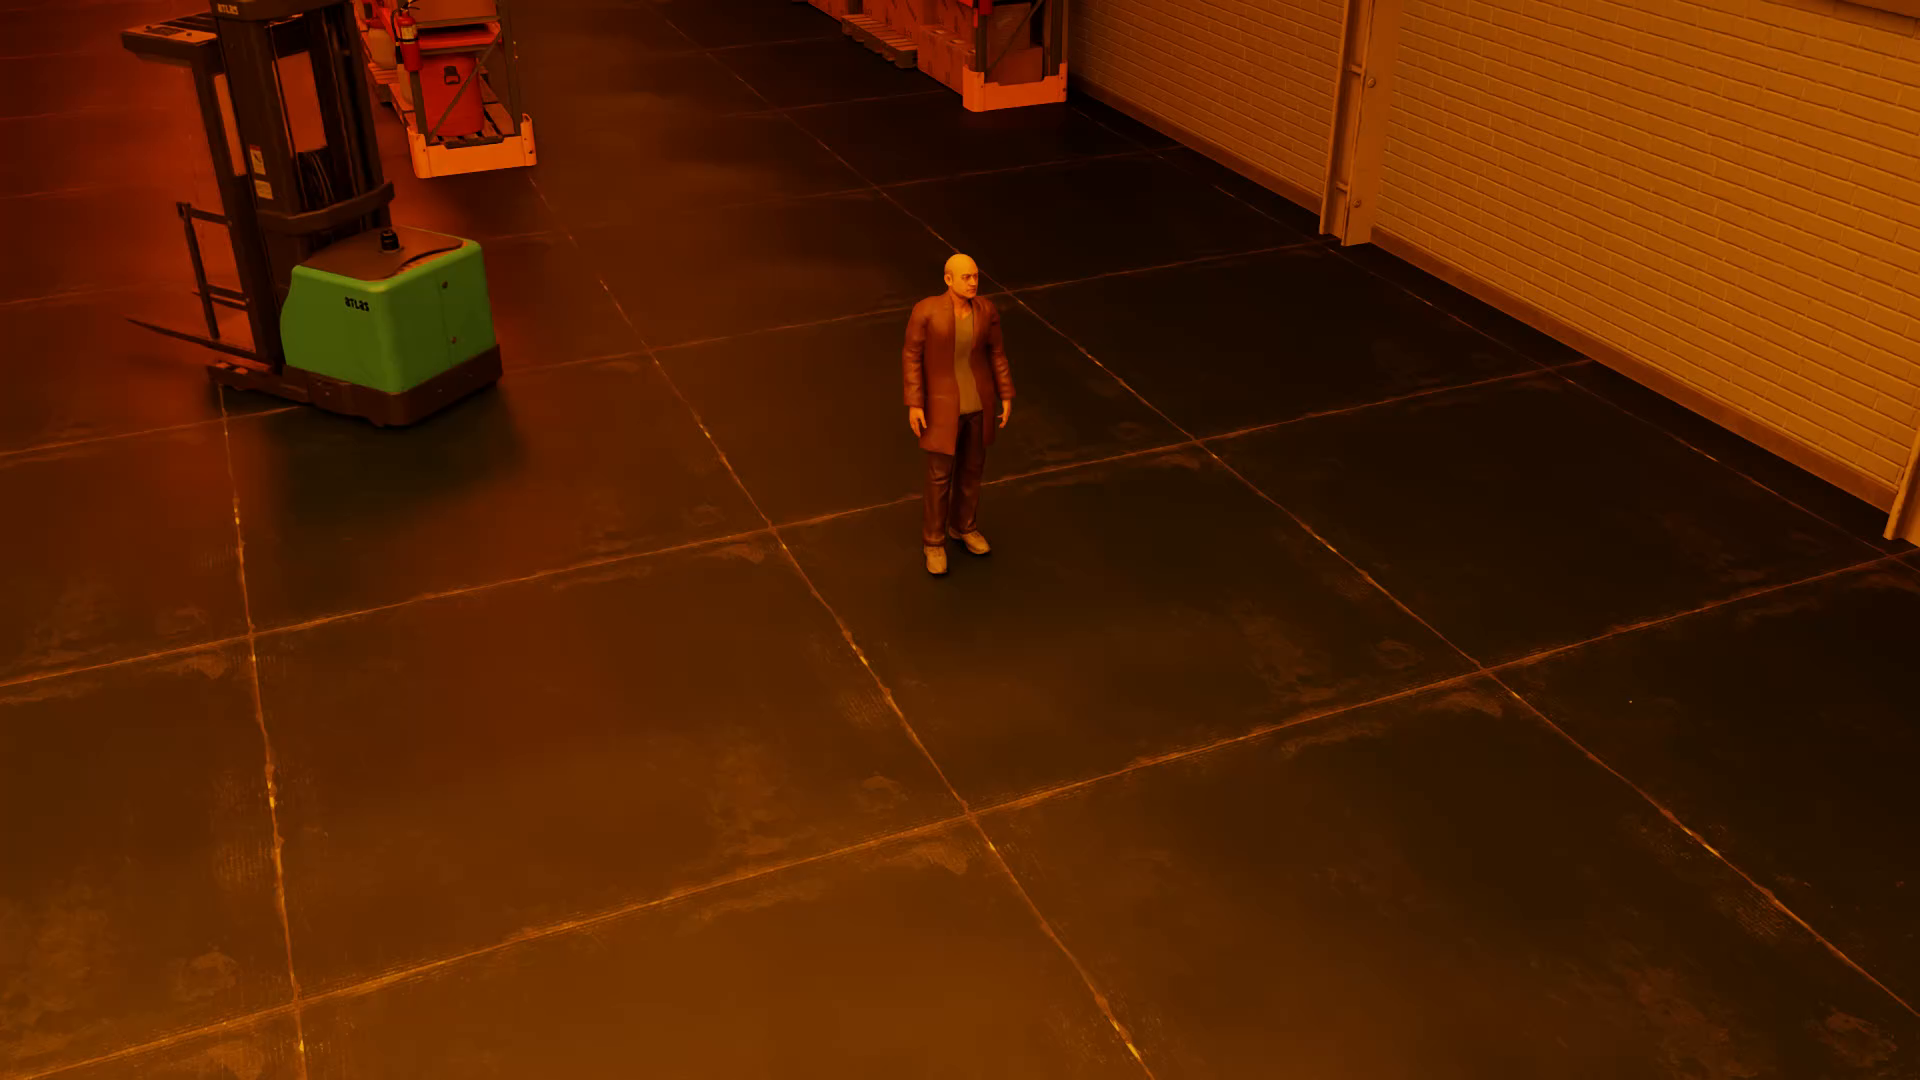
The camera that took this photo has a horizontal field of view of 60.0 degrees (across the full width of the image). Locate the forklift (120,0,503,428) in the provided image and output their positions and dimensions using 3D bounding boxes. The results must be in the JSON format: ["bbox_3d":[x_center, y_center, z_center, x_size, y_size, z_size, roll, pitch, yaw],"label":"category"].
[{"bbox_3d":[-4.843,-2.553,11.585,3.031,2.935,1.130,15,33,25],"label":"forklift"}]

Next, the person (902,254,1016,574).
[{"bbox_3d":[0.032,-0.736,9.554,0.696,1.776,0.582,-12,32,-20],"label":"person"}]
